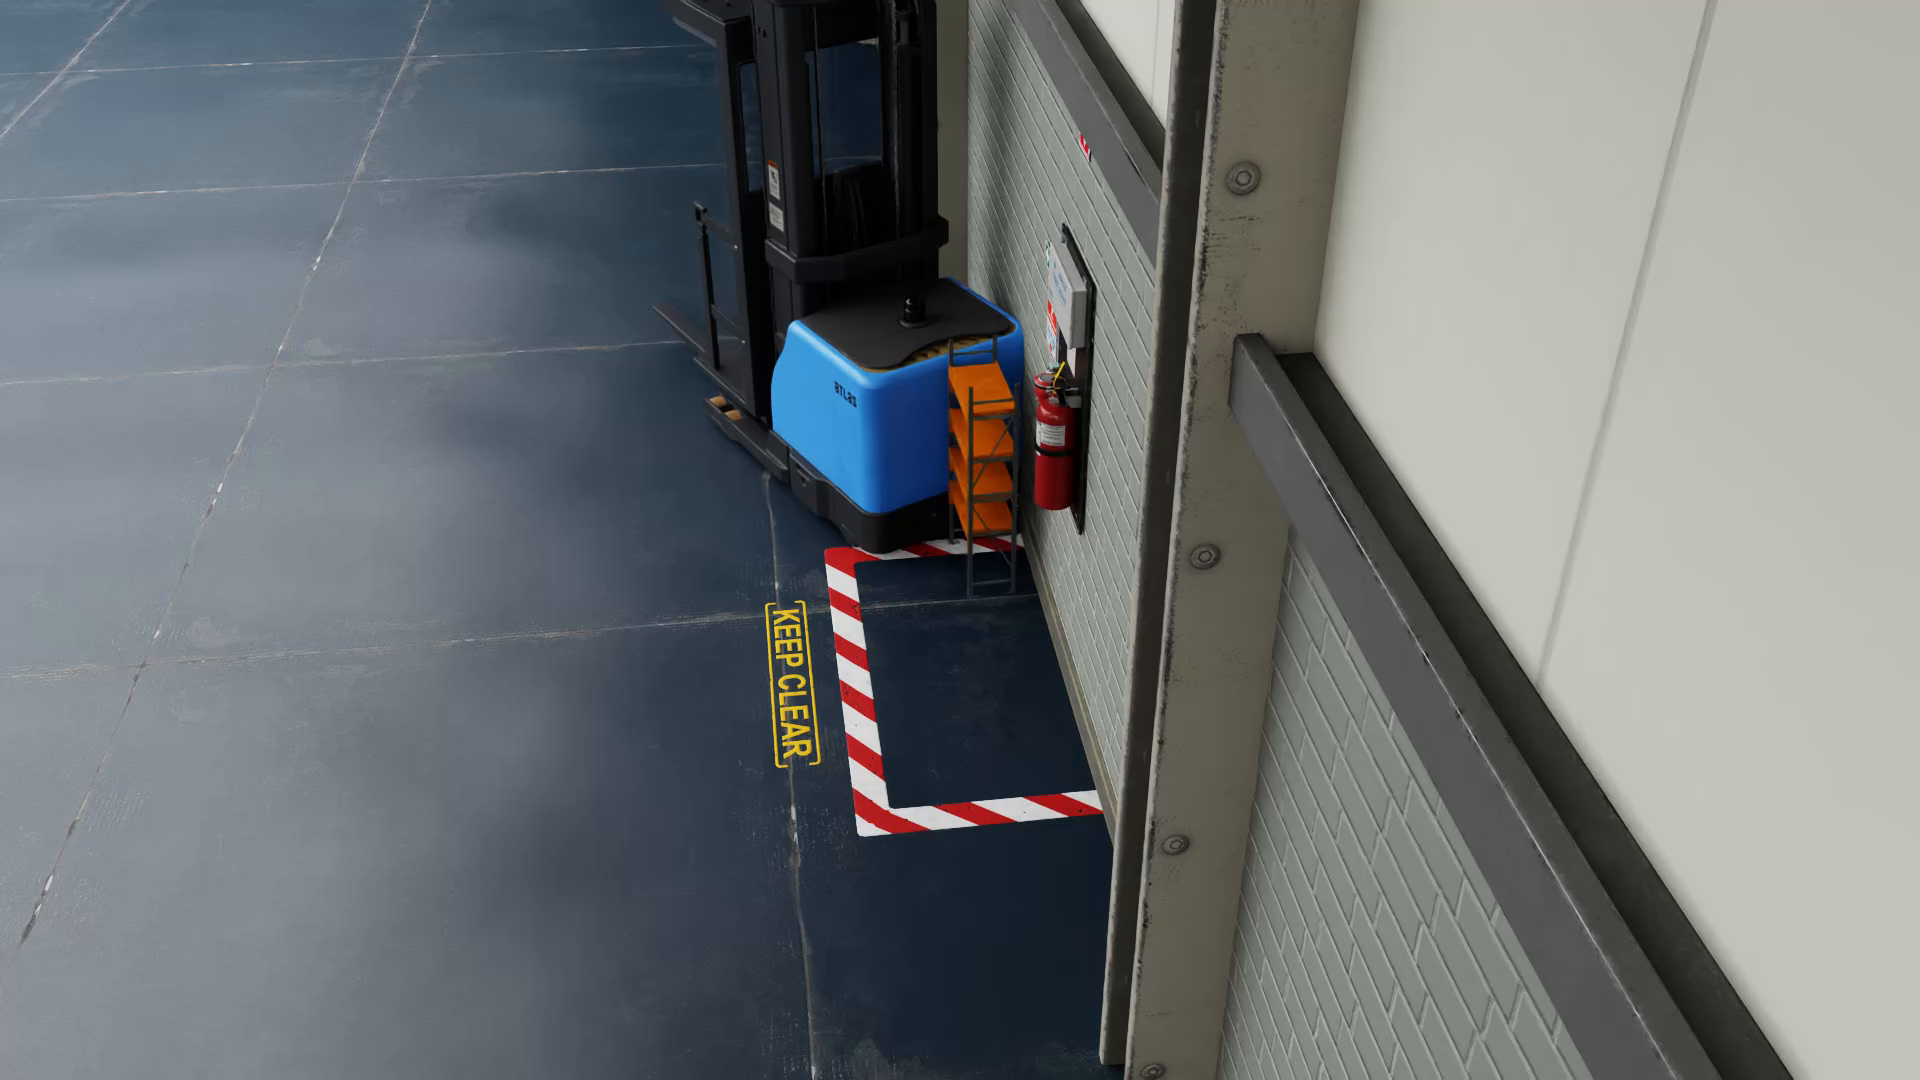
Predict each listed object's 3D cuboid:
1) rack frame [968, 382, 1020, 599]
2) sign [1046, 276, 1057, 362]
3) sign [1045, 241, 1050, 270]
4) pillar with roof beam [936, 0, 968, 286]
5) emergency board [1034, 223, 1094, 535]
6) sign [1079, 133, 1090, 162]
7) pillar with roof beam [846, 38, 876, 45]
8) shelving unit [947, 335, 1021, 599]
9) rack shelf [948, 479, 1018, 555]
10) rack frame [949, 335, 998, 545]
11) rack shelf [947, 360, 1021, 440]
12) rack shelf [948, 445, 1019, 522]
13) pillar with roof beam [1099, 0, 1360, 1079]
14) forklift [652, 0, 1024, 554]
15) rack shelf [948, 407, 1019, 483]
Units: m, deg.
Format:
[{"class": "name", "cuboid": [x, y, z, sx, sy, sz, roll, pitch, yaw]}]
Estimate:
[{"class": "rack frame", "cuboid": [0.158, -0.216, 8.002, 0.240, 1.200, 0.015, -6, 35, -9]}, {"class": "sign", "cuboid": [0.416, -0.997, 7.518, 0.001, 0.329, 0.234, -4, 35, -6]}, {"class": "sign", "cuboid": [0.407, -1.213, 7.364, 0.001, 0.109, 0.331, -4, 35, -6]}, {"class": "pillar with roof beam", "cuboid": [-4.390, -4.786, 7.782, 9.100, 9.000, 0.400, -4, 35, -6]}, {"class": "emergency board", "cuboid": [0.388, -0.666, 7.064, 0.194, 1.169, 0.643, -4, 35, -6]}, {"class": "sign", "cuboid": [0.485, -1.636, 6.429, 0.001, 0.298, 0.199, -4, 35, -6]}, {"class": "pillar with roof beam", "cuboid": [-5.197, -8.134, 12.695, 9.100, 9.000, 0.400, -4, 35, -6]}, {"class": "shelving unit", "cuboid": [0.111, -0.351, 8.200, 0.258, 1.200, 0.503, -6, 35, -9]}, {"class": "rack shelf", "cuboid": [0.111, -0.132, 8.350, 0.258, 0.148, 0.480, -6, 35, -9]}, {"class": "rack frame", "cuboid": [0.064, -0.486, 8.398, 0.240, 1.200, 0.015, -6, 35, -9]}, {"class": "rack shelf", "cuboid": [0.111, -0.676, 7.979, 0.258, 0.148, 0.480, -6, 35, -9]}, {"class": "rack shelf", "cuboid": [0.111, -0.296, 8.238, 0.258, 0.148, 0.480, -6, 35, -9]}, {"class": "pillar with roof beam", "cuboid": [-3.583, -1.437, 2.869, 9.100, 9.000, 0.400, -4, 35, -6]}, {"class": "forklift", "cuboid": [-0.846, -1.929, 8.978, 1.130, 2.935, 3.031, -21, 39, -27]}, {"class": "rack shelf", "cuboid": [0.111, -0.481, 8.112, 0.258, 0.148, 0.480, -6, 35, -9]}]
